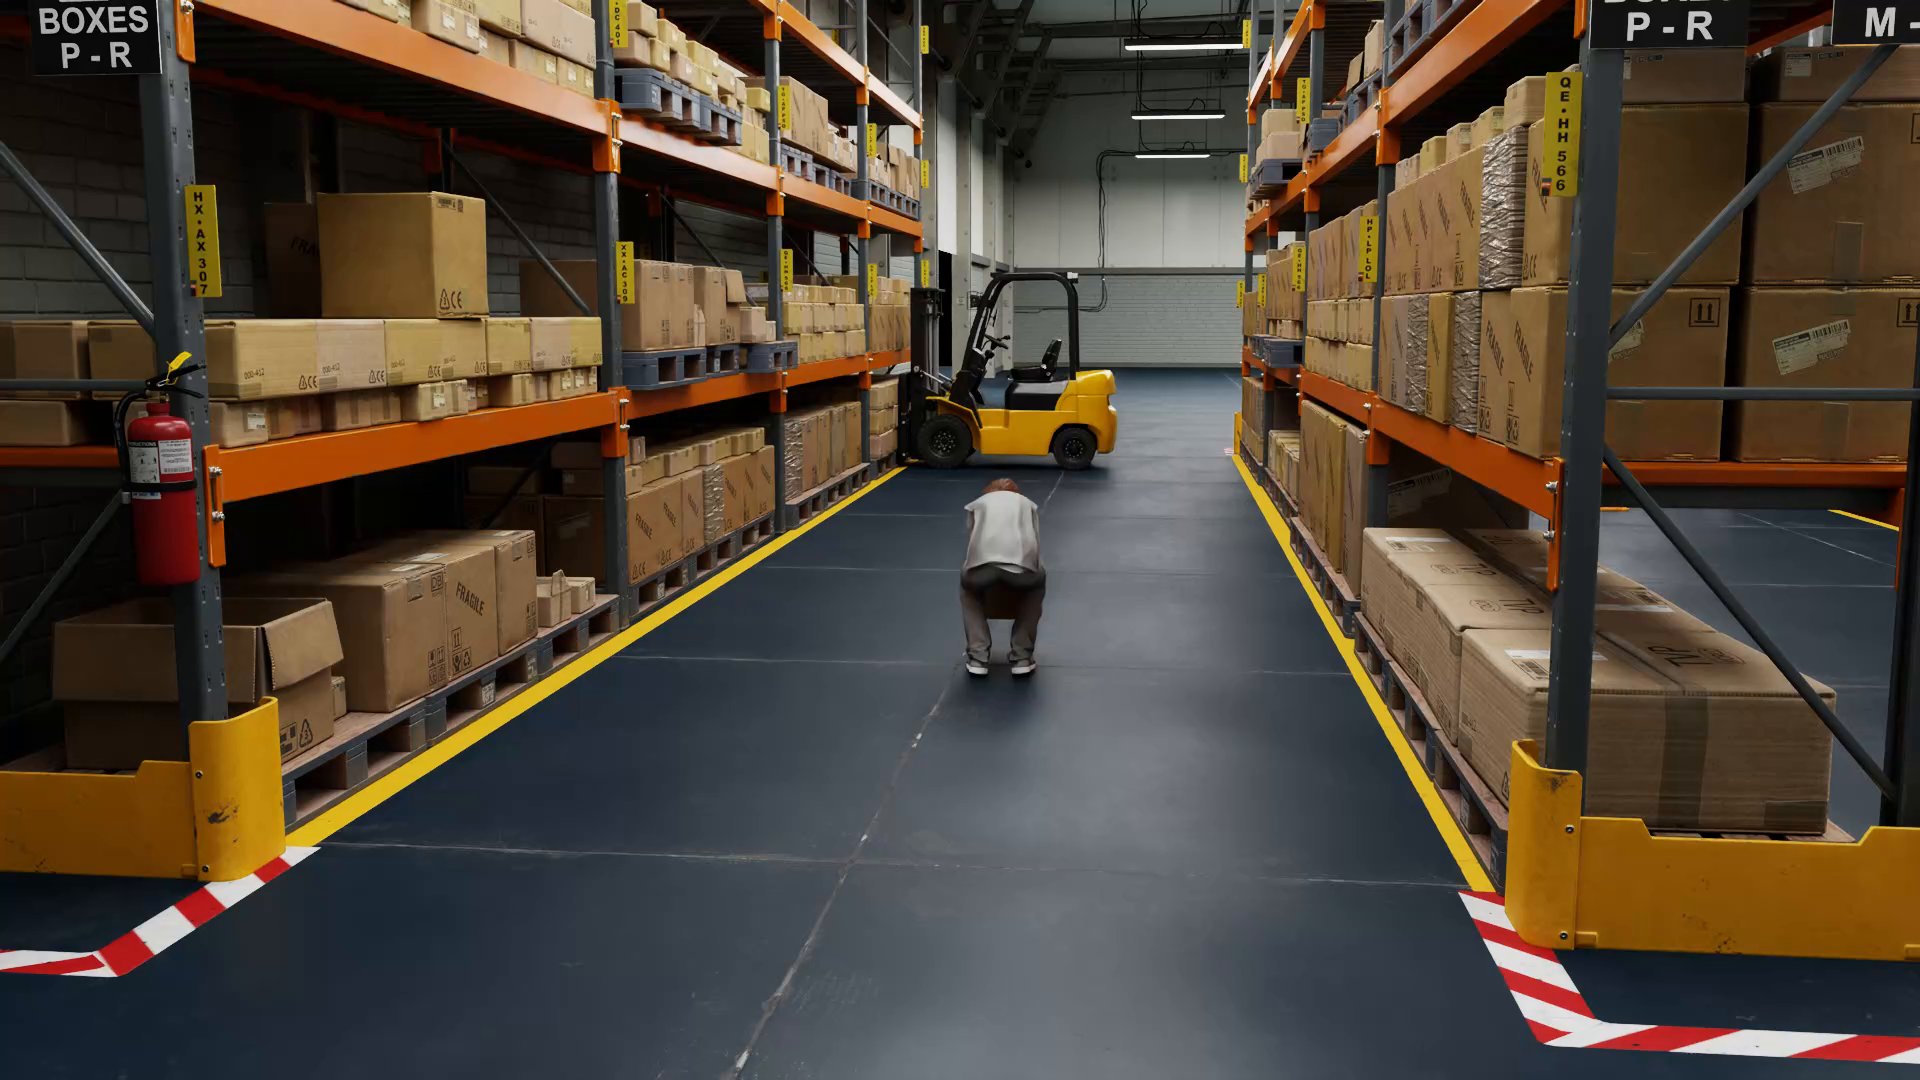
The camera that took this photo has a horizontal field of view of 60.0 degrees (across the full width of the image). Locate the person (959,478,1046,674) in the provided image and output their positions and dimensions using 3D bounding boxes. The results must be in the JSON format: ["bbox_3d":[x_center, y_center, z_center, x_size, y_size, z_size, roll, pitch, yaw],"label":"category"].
[{"bbox_3d":[0.207,0.183,8.092,0.427,0.899,0.838,1,8,4],"label":"person"}]
